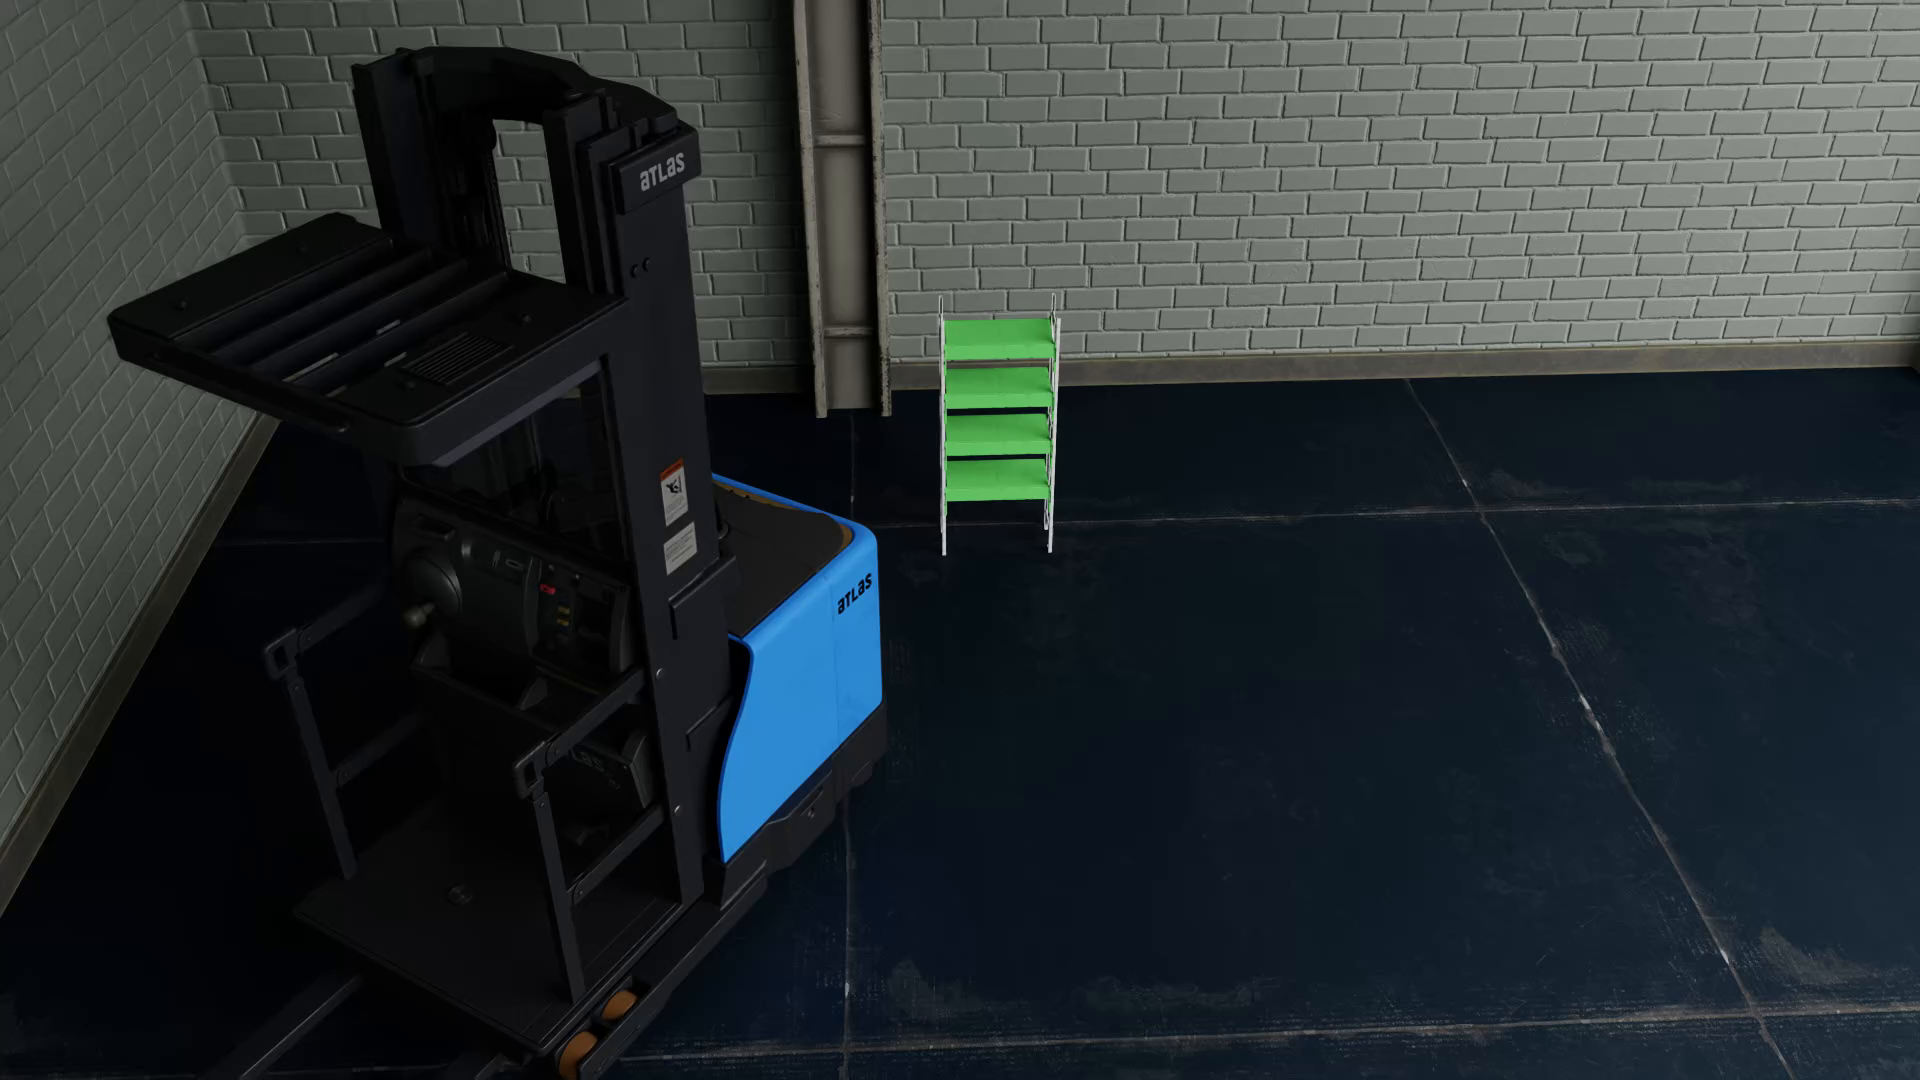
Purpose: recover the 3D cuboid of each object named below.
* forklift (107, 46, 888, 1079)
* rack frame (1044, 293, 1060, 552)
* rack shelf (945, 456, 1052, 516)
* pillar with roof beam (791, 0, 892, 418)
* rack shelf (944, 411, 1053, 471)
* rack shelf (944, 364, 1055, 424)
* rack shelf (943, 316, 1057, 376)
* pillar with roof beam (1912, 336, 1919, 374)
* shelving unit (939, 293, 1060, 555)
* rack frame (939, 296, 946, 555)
[{"bbox_3d":[-1.467,0.216,4.862,1.130,2.935,3.031,19,39,25],"label":"forklift"},{"bbox_3d":[0.409,-0.504,7.425,0.015,1.200,0.240,-2,35,-2],"label":"rack frame"},{"bbox_3d":[0.165,-0.248,7.588,0.480,0.148,0.258,-2,35,-2],"label":"rack shelf"},{"bbox_3d":[-0.360,-1.984,2.709,0.400,9.000,9.100,-2,35,-2],"label":"pillar with roof beam"},{"bbox_3d":[0.165,-0.445,7.451,0.480,0.148,0.258,-2,35,-2],"label":"rack shelf"},{"bbox_3d":[0.165,-0.643,7.315,0.480,0.148,0.258,-2,35,-2],"label":"rack shelf"},{"bbox_3d":[0.165,-0.840,7.178,0.480,0.148,0.258,-2,35,-2],"label":"rack shelf"},{"bbox_3d":[5.633,-2.145,2.942,0.400,9.000,9.100,-2,35,-2],"label":"pillar with roof beam"},{"bbox_3d":[0.165,-0.498,7.415,0.503,1.200,0.258,-2,35,-2],"label":"shelving unit"},{"bbox_3d":[-0.078,-0.491,7.406,0.015,1.200,0.240,-2,35,-2],"label":"rack frame"}]
